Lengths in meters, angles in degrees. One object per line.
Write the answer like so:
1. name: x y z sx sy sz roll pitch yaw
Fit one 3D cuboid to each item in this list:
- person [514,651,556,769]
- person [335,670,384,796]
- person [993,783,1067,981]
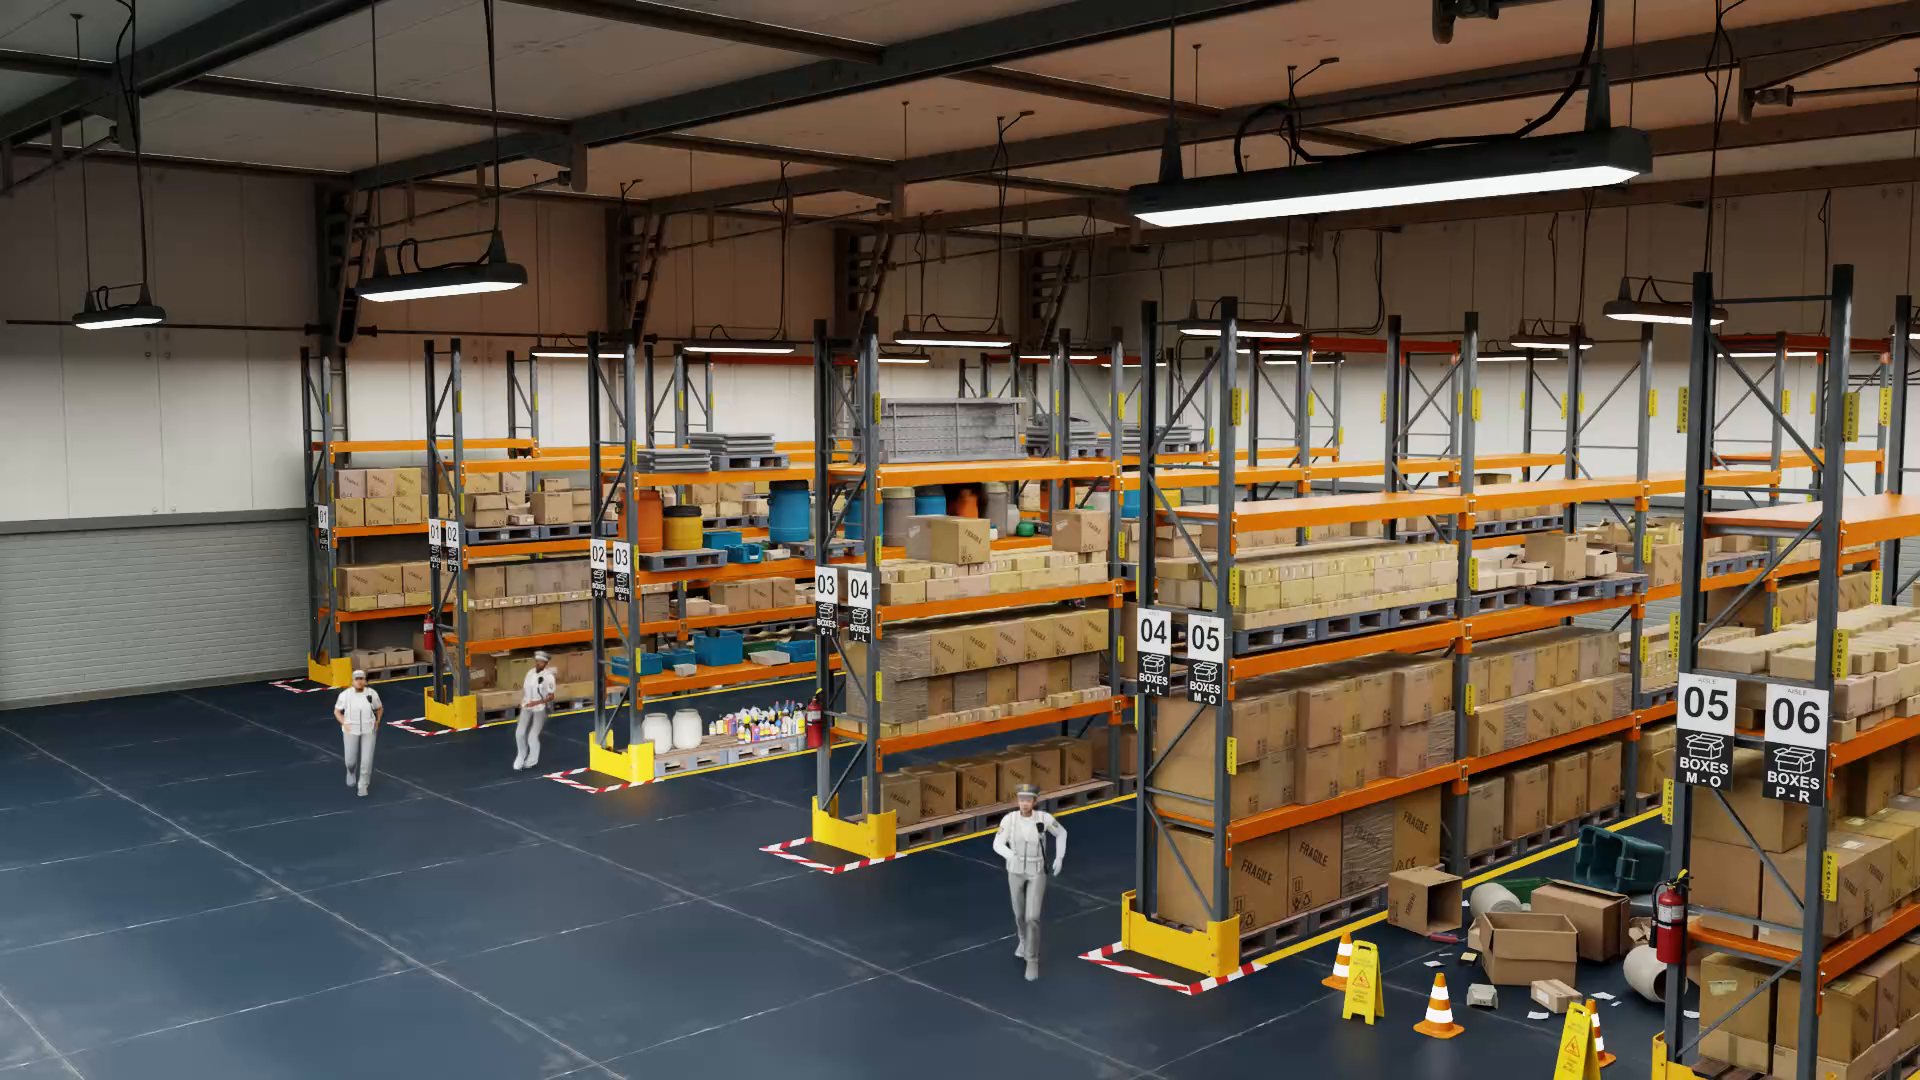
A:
1. person: -5.827 2.327 22.773 0.577 1.633 0.627 1 5 10
2. person: -7.736 2.472 21.446 0.596 1.621 0.544 -2 6 -24
3. person: 0.618 3.026 14.912 0.627 1.764 0.739 1 5 13
